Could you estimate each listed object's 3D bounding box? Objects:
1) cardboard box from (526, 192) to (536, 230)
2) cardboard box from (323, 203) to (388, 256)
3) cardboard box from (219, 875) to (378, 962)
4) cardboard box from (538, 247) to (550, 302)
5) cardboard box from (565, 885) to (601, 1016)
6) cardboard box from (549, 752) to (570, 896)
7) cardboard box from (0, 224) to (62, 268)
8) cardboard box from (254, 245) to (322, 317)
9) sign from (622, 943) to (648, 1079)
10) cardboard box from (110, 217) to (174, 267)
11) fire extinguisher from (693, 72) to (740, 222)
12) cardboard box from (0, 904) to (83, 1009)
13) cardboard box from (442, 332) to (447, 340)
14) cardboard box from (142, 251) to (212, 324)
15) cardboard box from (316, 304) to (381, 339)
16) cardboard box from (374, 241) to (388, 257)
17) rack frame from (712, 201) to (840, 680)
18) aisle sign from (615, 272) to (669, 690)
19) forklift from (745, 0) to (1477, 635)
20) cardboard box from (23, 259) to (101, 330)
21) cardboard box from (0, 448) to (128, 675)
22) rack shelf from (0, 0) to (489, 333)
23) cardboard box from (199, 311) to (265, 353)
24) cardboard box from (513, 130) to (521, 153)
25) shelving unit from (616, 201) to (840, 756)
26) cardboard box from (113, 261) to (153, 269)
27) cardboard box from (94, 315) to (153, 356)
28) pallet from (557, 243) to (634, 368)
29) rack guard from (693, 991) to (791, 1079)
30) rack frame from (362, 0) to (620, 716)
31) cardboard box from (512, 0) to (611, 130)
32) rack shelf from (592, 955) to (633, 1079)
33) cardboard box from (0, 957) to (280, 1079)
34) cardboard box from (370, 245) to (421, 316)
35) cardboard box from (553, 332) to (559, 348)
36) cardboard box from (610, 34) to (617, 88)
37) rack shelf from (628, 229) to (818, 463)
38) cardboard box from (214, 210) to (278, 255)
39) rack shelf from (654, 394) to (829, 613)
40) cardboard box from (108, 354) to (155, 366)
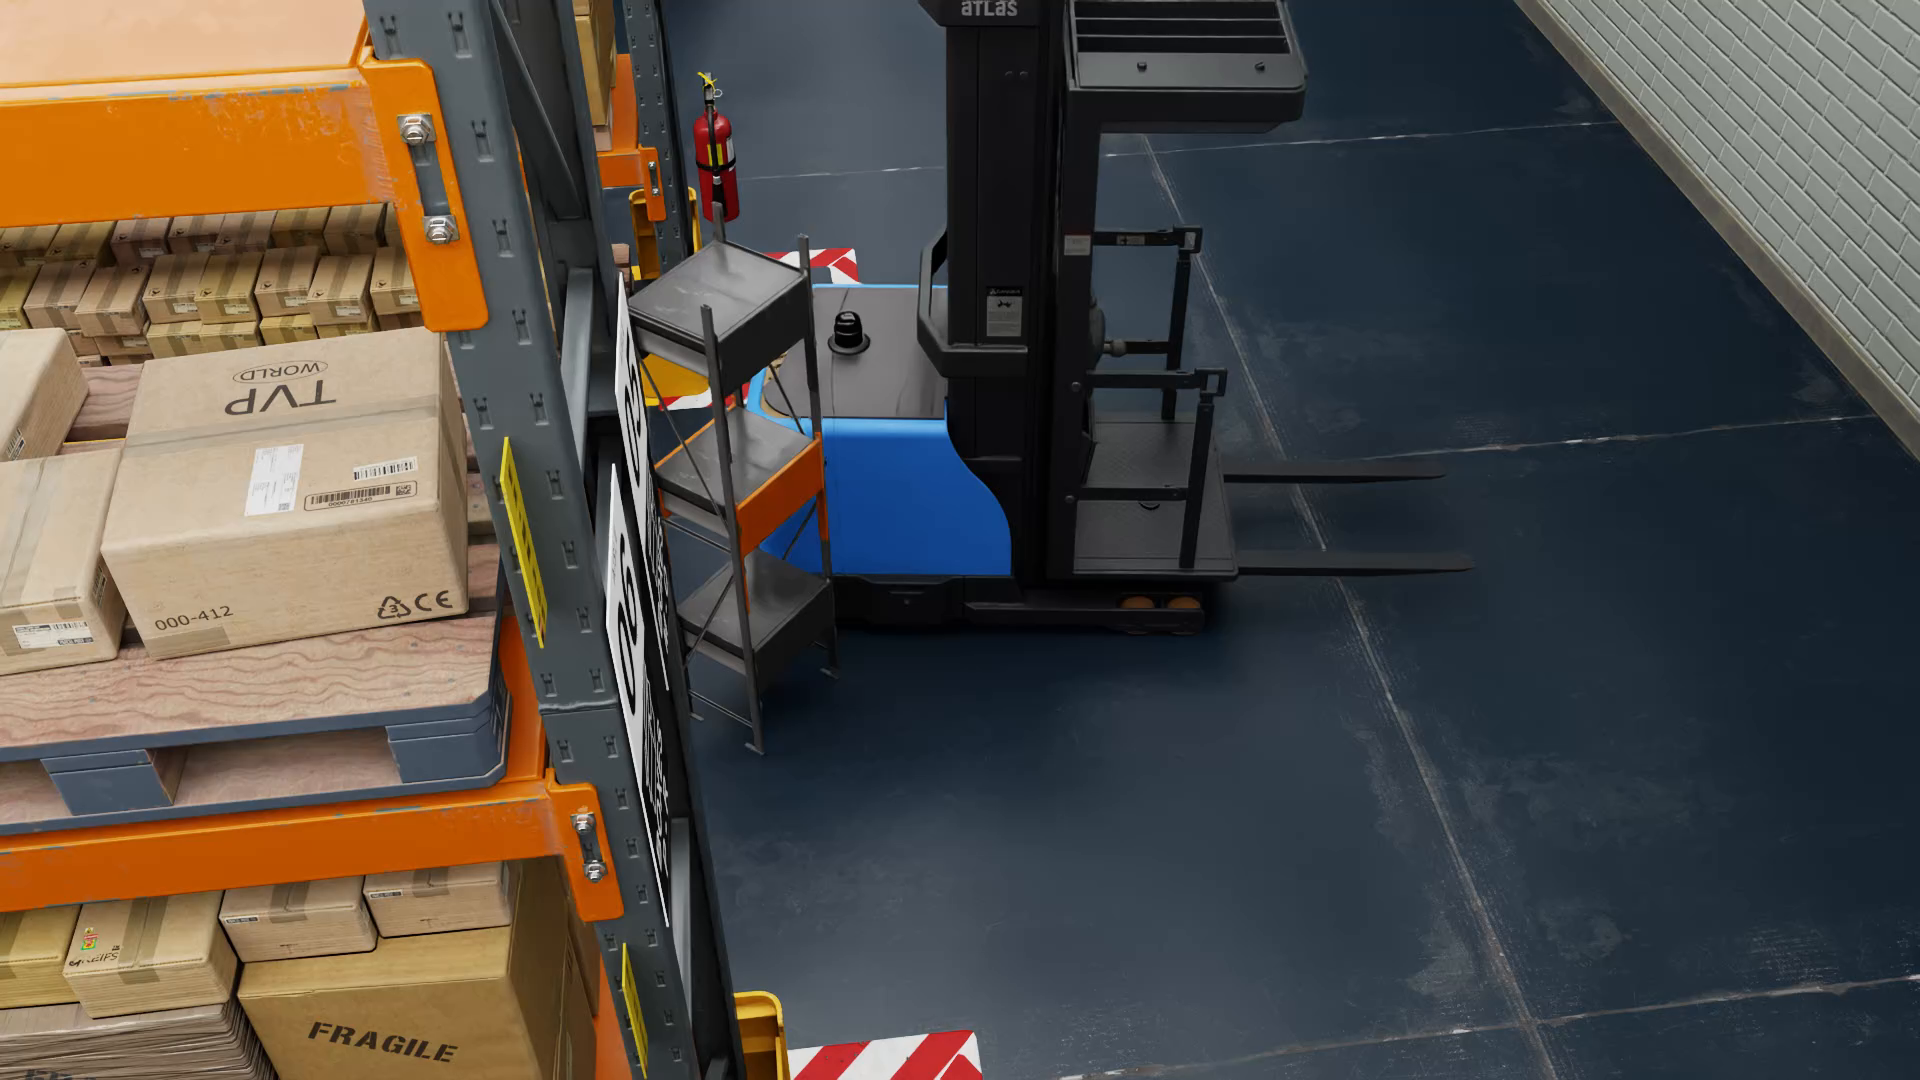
[{"bbox_3d":[-2.241,-1.615,8.386,0.250,0.149,0.380,-4,42,-5],"label":"cardboard box"},{"bbox_3d":[-3.019,-1.583,8.352,0.250,0.149,0.380,-3,42,-4],"label":"cardboard box"},{"bbox_3d":[-1.257,0.612,3.242,0.250,0.149,0.380,-4,42,-5],"label":"cardboard box"},{"bbox_3d":[-1.912,-1.324,8.064,0.250,0.149,0.380,-5,42,-5],"label":"cardboard box"},{"bbox_3d":[-1.191,0.873,4.184,0.500,0.500,0.500,-5,42,-6],"label":"cardboard box"},{"bbox_3d":[-1.191,0.503,3.847,0.500,0.500,0.500,-6,42,-6],"label":"cardboard box"},{"bbox_3d":[-4.573,-1.470,8.226,0.250,0.149,0.380,-5,42,-6],"label":"cardboard box"},{"bbox_3d":[-3.209,-1.243,7.975,0.250,0.149,0.380,-6,42,-7],"label":"cardboard box"},{"bbox_3d":[-0.621,0.902,3.184,0.005,0.325,0.100,-5,42,-6],"label":"sign"},{"bbox_3d":[-4.049,-1.525,8.287,0.250,0.149,0.380,-7,43,-8],"label":"cardboard box"},{"bbox_3d":[-1.110,-1.768,7.522,0.183,0.674,0.296,-5,42,-6],"label":"fire extinguisher"},{"bbox_3d":[-1.757,0.684,3.161,0.250,0.149,0.380,-4,42,-5],"label":"cardboard box"},{"bbox_3d":[-2.421,-1.146,8.089,0.250,0.149,0.380,-7,42,-7],"label":"cardboard box"},{"bbox_3d":[-3.715,-1.207,7.934,0.250,0.149,0.380,-7,42,-7],"label":"cardboard box"},{"bbox_3d":[-2.933,-1.093,8.030,0.250,0.149,0.380,-4,42,-5],"label":"cardboard box"},{"bbox_3d":[-3.002,-1.450,8.426,0.250,0.149,0.380,-7,43,-8],"label":"cardboard box"},{"bbox_3d":[-0.665,-0.282,6.210,0.400,2.100,0.015,24,47,24],"label":"rack frame"},{"bbox_3d":[-0.644,-0.105,3.402,0.004,0.787,0.394,-5,42,-6],"label":"aisle sign"},{"bbox_3d":[0.669,-1.048,6.439,3.031,2.935,1.130,1,42,1],"label":"forklift"},{"bbox_3d":[-4.237,-1.160,7.883,0.250,0.149,0.380,-6,42,-7],"label":"cardboard box"},{"bbox_3d":[-1.518,0.033,2.748,0.250,0.149,0.380,-8,43,-9],"label":"cardboard box"},{"bbox_3d":[-2.661,-0.580,2.225,4.000,0.370,1.077,-5,42,-6],"label":"rack shelf"},{"bbox_3d":[-3.459,-1.040,7.972,0.250,0.149,0.380,-5,42,-5],"label":"cardboard box"},{"bbox_3d":[-1.958,-1.914,7.535,0.250,0.149,0.380,-5,42,-6],"label":"cardboard box"},{"bbox_3d":[-0.801,-0.146,6.060,0.431,2.100,0.503,24,47,24],"label":"shelving unit"},{"bbox_3d":[-4.073,-1.377,8.345,0.250,0.149,0.380,-4,42,-4],"label":"cardboard box"},{"bbox_3d":[-3.965,-1.056,7.989,0.250,0.149,0.380,-3,42,-4],"label":"cardboard box"},{"bbox_3d":[-2.305,-1.131,8.561,1.213,0.211,1.003,-5,42,-6],"label":"pallet"},{"bbox_3d":[-0.654,1.985,4.891,0.348,0.500,1.175,-5,42,-6],"label":"rack guard"},{"bbox_3d":[-0.678,-1.169,2.043,0.127,3.000,1.000,-5,42,-6],"label":"rack frame"},{"bbox_3d":[-1.832,-2.158,7.321,0.500,0.500,0.500,-4,42,-5],"label":"cardboard box"},{"bbox_3d":[-2.661,1.500,4.100,4.000,0.370,1.077,-5,42,-6],"label":"rack shelf"},{"bbox_3d":[-1.640,0.915,3.390,0.500,0.500,0.500,-5,42,-5],"label":"cardboard box"},{"bbox_3d":[-2.674,-1.253,7.986,0.250,0.149,0.380,-7,42,-7],"label":"cardboard box"},{"bbox_3d":[-1.915,-1.133,8.297,0.250,0.149,0.380,-4,42,-5],"label":"cardboard box"},{"bbox_3d":[-1.784,-2.316,7.981,0.250,0.149,0.380,-5,42,-6],"label":"cardboard box"},{"bbox_3d":[-0.801,-0.656,5.600,0.431,0.518,0.480,24,47,24],"label":"rack shelf"},{"bbox_3d":[-3.523,-1.506,8.266,0.250,0.149,0.380,-5,42,-5],"label":"cardboard box"},{"bbox_3d":[-0.801,-0.136,6.069,0.431,0.518,0.480,24,47,24],"label":"rack shelf"},{"bbox_3d":[-3.973,-0.969,8.115,0.250,0.149,0.380,-7,42,-7],"label":"cardboard box"}]
